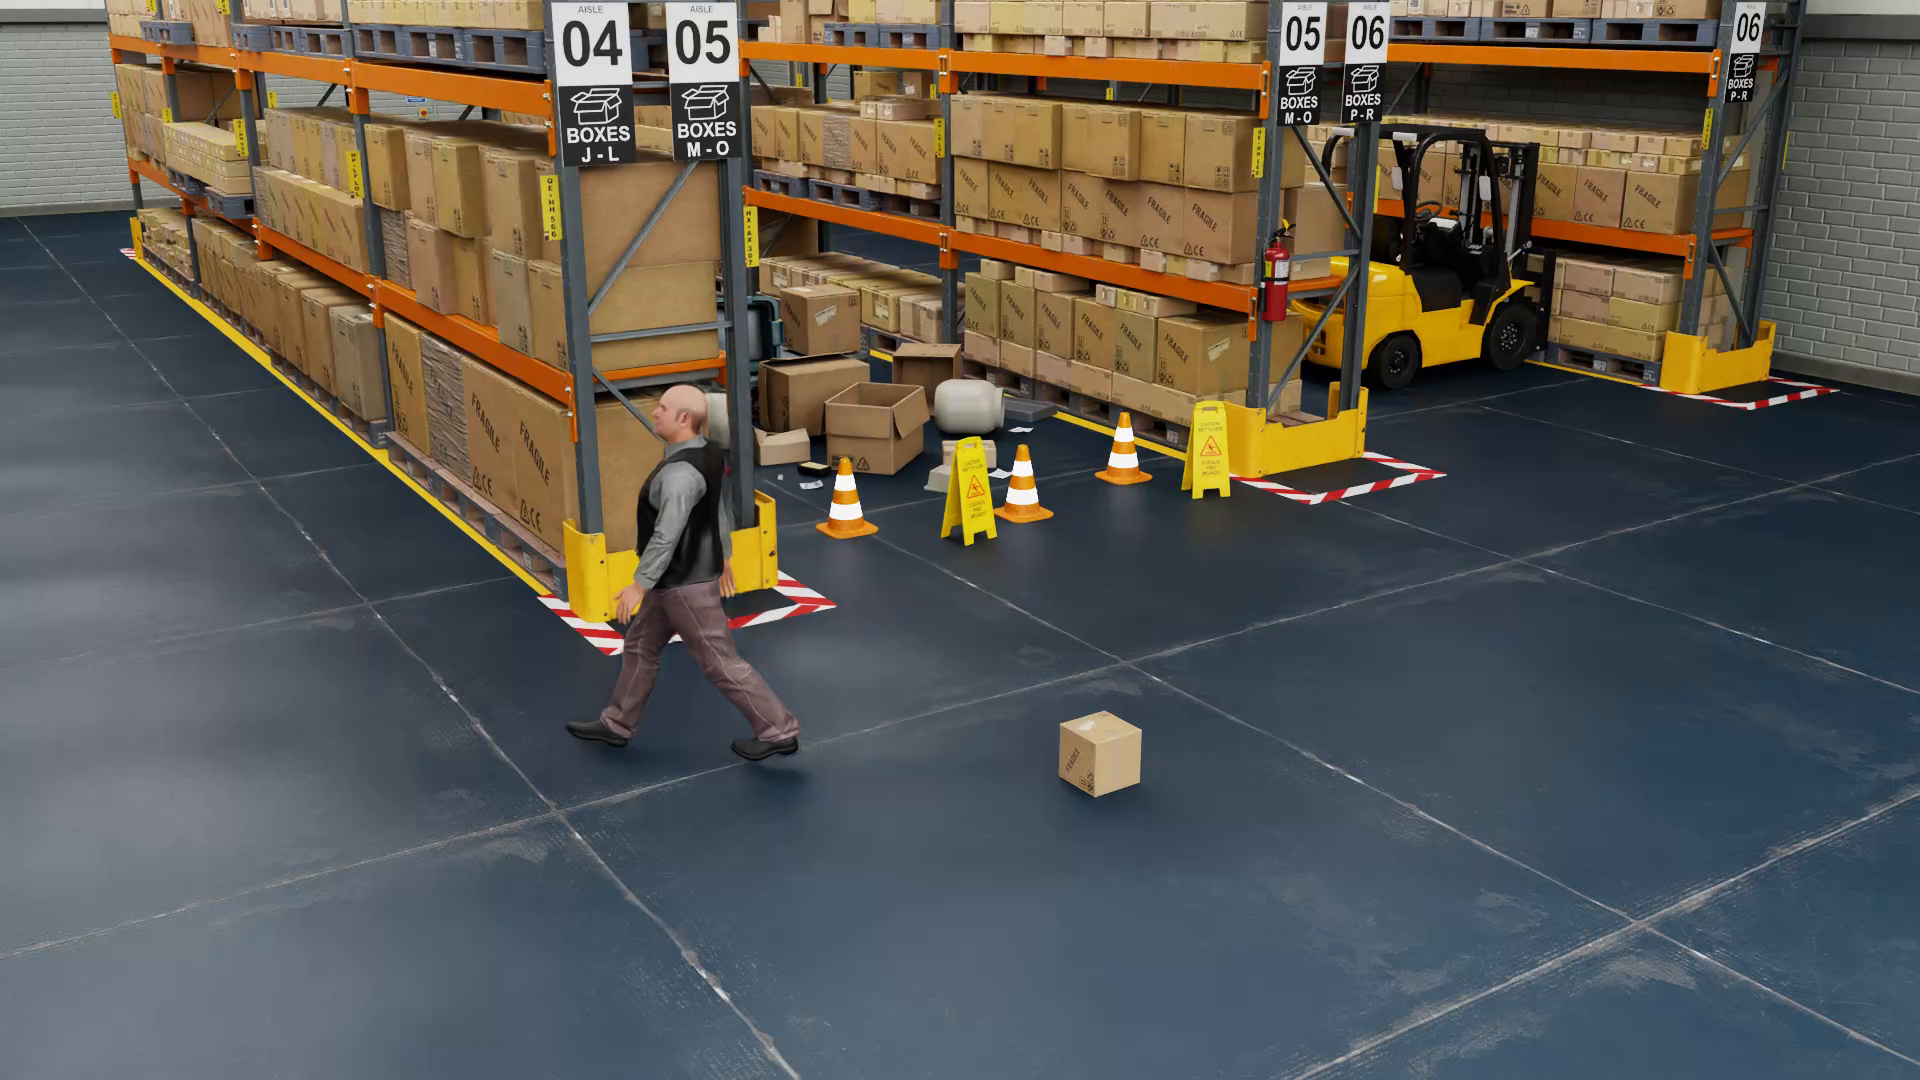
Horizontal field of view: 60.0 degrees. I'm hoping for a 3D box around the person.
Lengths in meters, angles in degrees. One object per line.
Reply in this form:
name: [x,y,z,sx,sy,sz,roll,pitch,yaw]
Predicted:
person: [-1.230,0.160,7.109,1.071,1.666,0.567,-1,18,-3]
